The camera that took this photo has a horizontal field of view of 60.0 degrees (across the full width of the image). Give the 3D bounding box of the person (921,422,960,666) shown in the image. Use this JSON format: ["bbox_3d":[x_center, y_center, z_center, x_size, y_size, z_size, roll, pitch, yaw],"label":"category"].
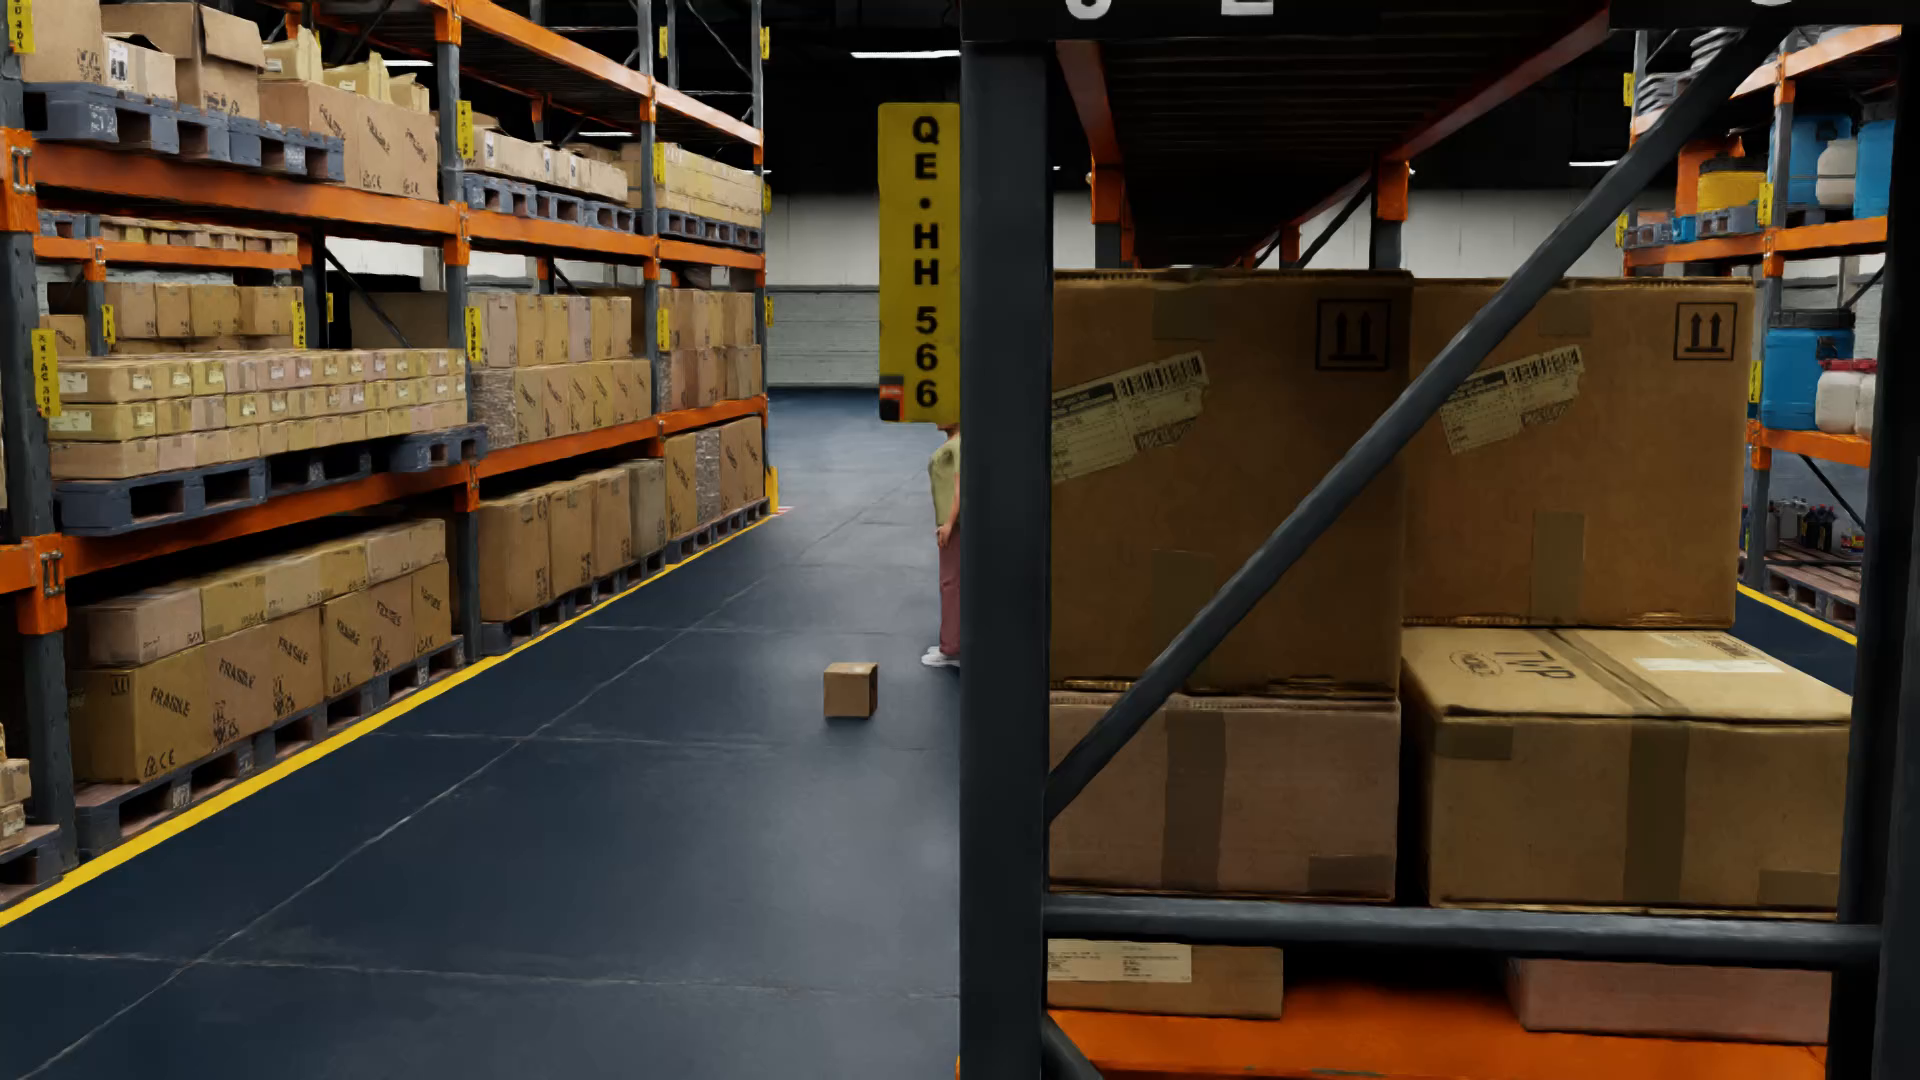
[{"bbox_3d":[-0.068,-0.071,10.176,0.358,1.674,0.488,-1,8,-4],"label":"person"}]
